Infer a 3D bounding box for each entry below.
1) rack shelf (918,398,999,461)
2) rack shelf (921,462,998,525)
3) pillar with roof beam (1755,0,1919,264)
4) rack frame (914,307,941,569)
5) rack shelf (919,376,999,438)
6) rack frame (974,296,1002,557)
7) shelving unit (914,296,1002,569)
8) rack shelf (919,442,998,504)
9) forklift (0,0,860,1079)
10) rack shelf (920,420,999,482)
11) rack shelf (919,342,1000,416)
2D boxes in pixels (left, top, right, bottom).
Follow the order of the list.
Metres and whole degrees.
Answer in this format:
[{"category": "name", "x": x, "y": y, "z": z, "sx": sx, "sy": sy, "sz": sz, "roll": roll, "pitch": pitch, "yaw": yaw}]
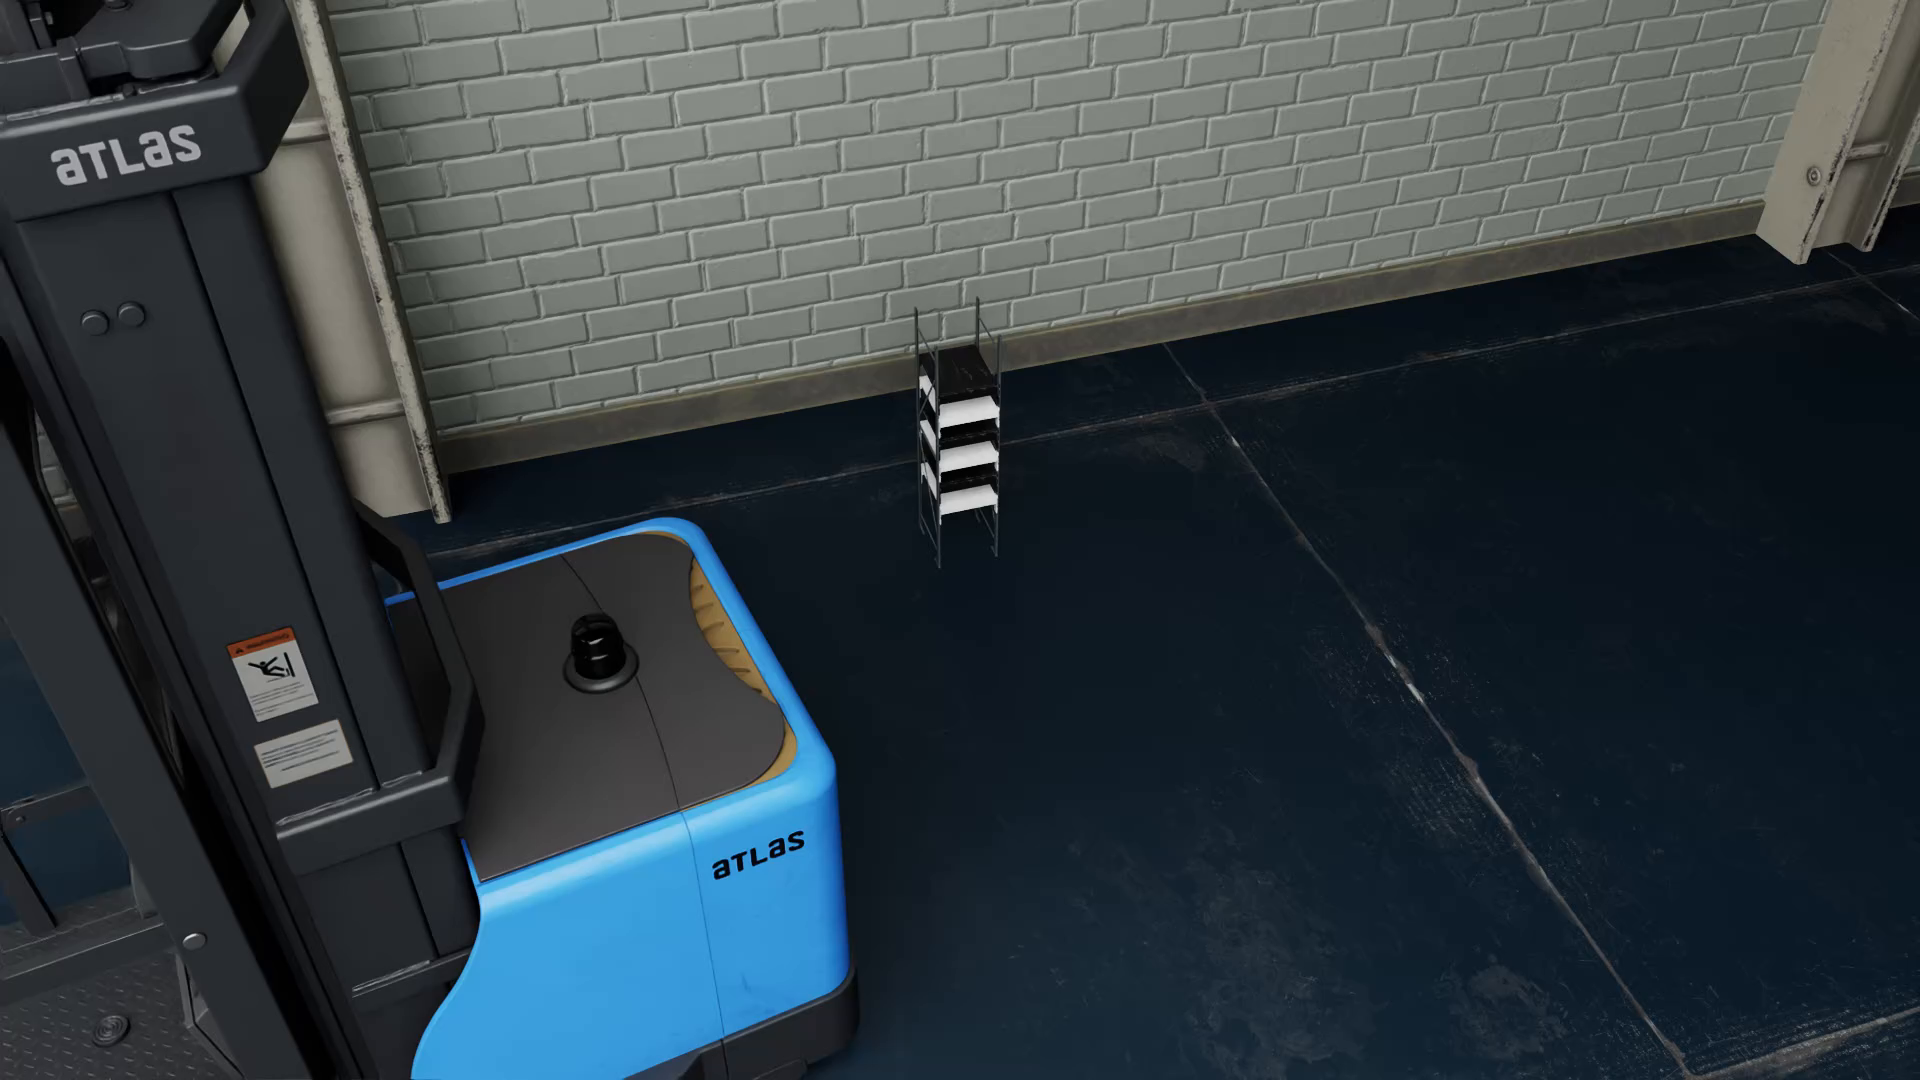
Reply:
[{"category": "rack shelf", "x": -0.008, "y": -0.380, "z": 5.415, "sx": 0.200, "sy": 0.077, "sz": 0.258, "roll": -12, "pitch": 42, "yaw": -13}, {"category": "rack shelf", "x": -0.008, "y": -0.177, "z": 5.592, "sx": 0.200, "sy": 0.077, "sz": 0.258, "roll": -12, "pitch": 42, "yaw": -13}, {"category": "pillar with roof beam", "x": 5.004, "y": -1.997, "z": 1.197, "sx": 0.400, "sy": 9.000, "sz": 9.100, "roll": -12, "pitch": 42, "yaw": -13}, {"category": "rack frame", "x": -0.105, "y": -0.317, "z": 5.429, "sx": 0.006, "sy": 0.900, "sz": 0.240, "roll": -12, "pitch": 42, "yaw": -13}, {"category": "rack shelf", "x": -0.008, "y": -0.448, "z": 5.356, "sx": 0.200, "sy": 0.077, "sz": 0.258, "roll": -12, "pitch": 42, "yaw": -13}, {"category": "rack frame", "x": 0.089, "y": -0.357, "z": 5.475, "sx": 0.006, "sy": 0.900, "sz": 0.240, "roll": -12, "pitch": 42, "yaw": -13}, {"category": "shelving unit", "x": -0.008, "y": -0.337, "z": 5.452, "sx": 0.210, "sy": 0.900, "sz": 0.258, "roll": -12, "pitch": 42, "yaw": -13}, {"category": "rack shelf", "x": -0.008, "y": -0.244, "z": 5.533, "sx": 0.200, "sy": 0.077, "sz": 0.258, "roll": -12, "pitch": 42, "yaw": -13}, {"category": "forklift", "x": -1.809, "y": 0.338, "z": 3.136, "sx": 3.031, "sy": 2.935, "sz": 1.130, "roll": -18, "pitch": 44, "yaw": -19}, {"category": "rack shelf", "x": -0.008, "y": -0.312, "z": 5.474, "sx": 0.200, "sy": 0.077, "sz": 0.258, "roll": -12, "pitch": 42, "yaw": -13}, {"category": "rack shelf", "x": -0.008, "y": -0.516, "z": 5.296, "sx": 0.200, "sy": 0.077, "sz": 0.258, "roll": -12, "pitch": 42, "yaw": -13}]
